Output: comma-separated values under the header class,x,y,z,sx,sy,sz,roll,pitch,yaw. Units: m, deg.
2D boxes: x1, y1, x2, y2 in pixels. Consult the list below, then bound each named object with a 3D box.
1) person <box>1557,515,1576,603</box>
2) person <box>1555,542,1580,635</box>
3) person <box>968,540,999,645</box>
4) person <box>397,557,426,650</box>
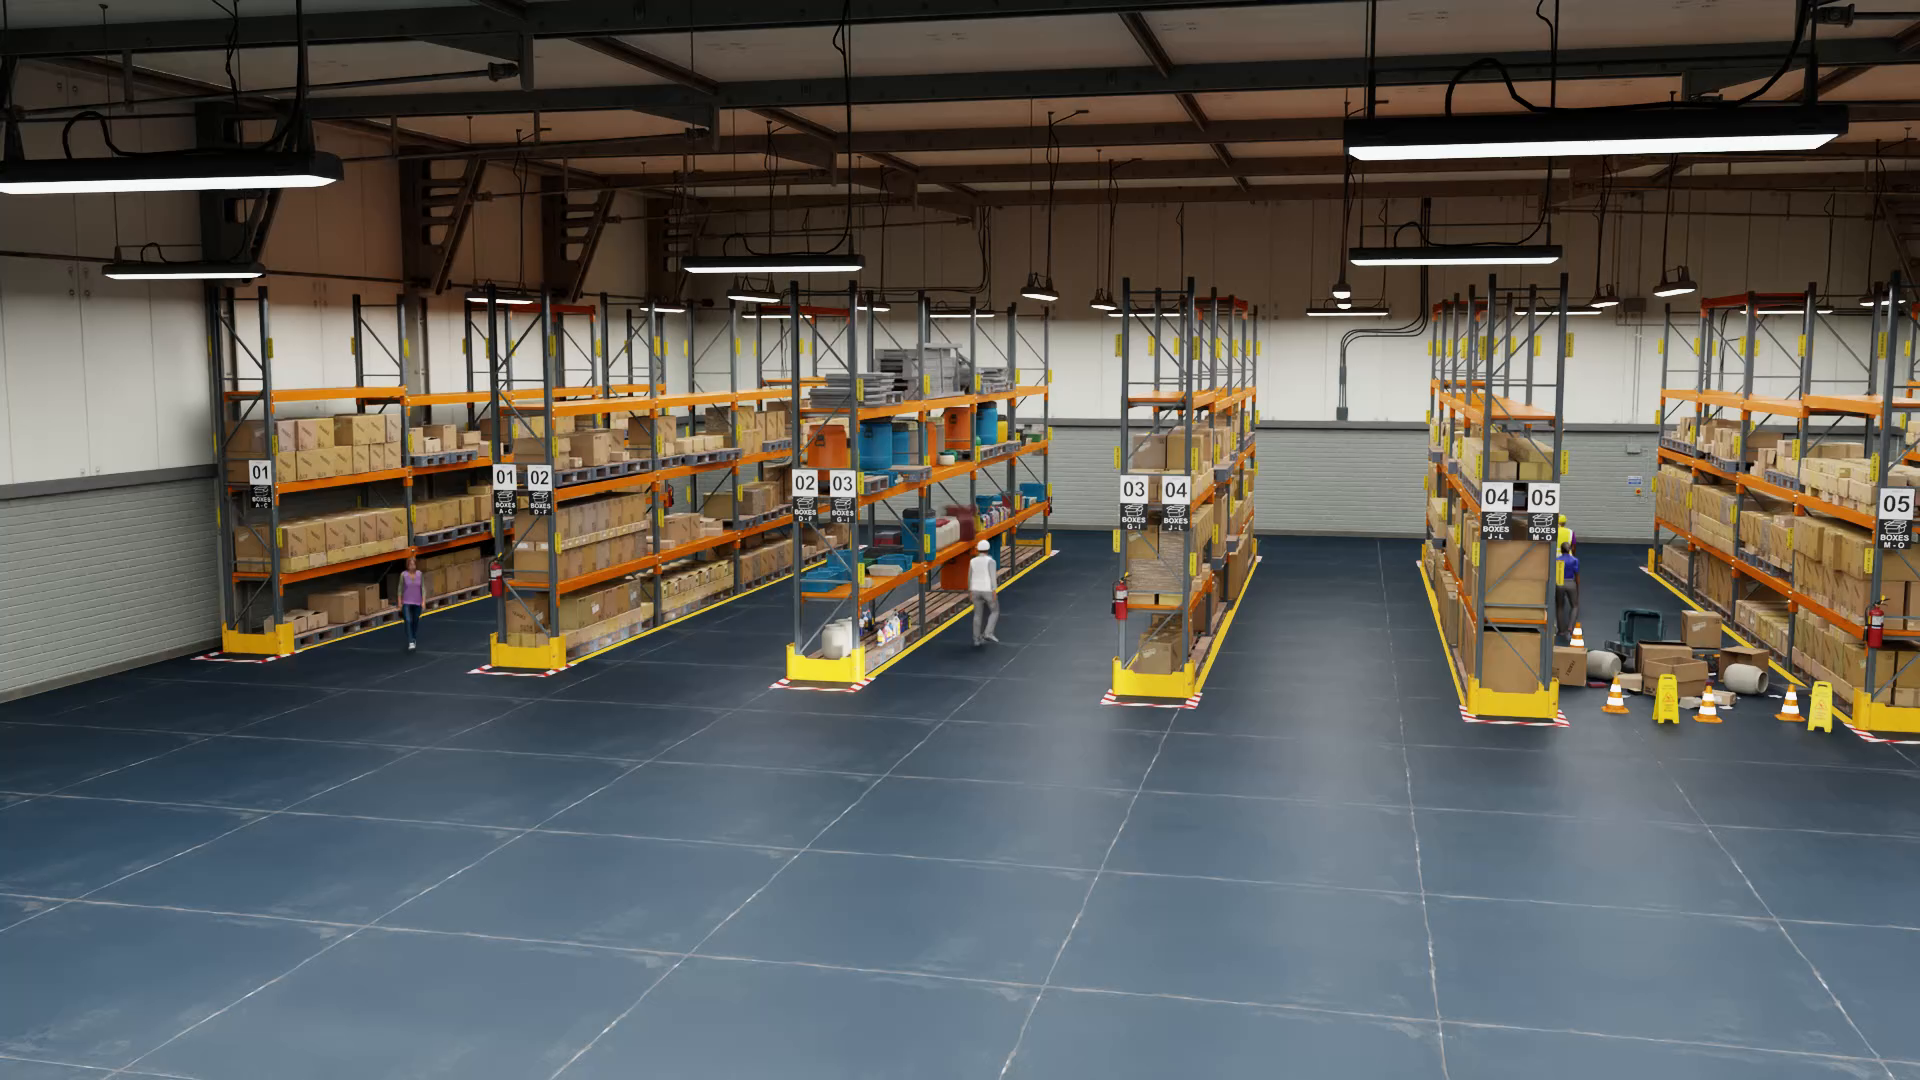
class,x,y,z,sx,sy,sz,roll,pitch,yaw
person,11.857,0.378,32.847,0.651,1.741,0.617,-1,7,-11
person,10.589,0.857,29.036,0.500,1.655,0.521,2,7,14
person,0.385,0.881,28.211,0.574,1.763,0.541,3,7,27
person,-9.074,1.052,27.563,0.455,1.540,0.990,-5,8,-36
